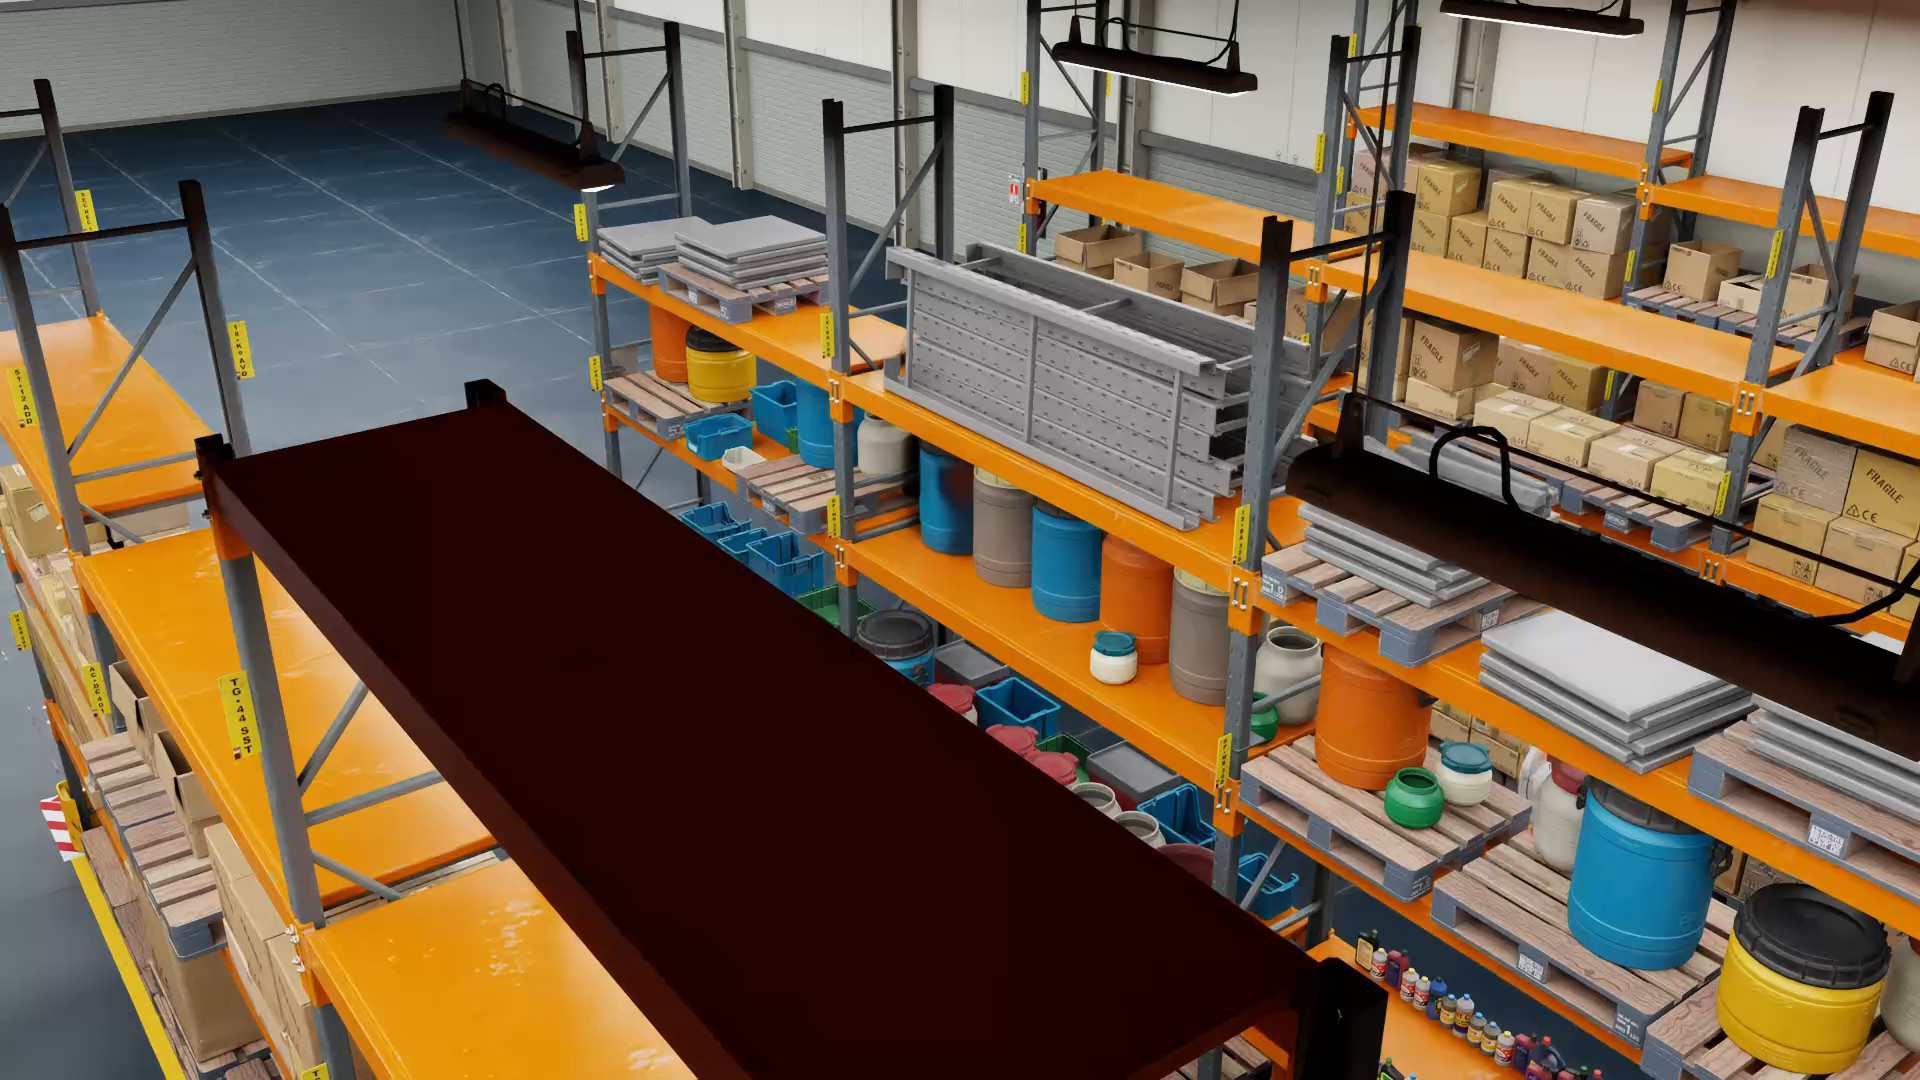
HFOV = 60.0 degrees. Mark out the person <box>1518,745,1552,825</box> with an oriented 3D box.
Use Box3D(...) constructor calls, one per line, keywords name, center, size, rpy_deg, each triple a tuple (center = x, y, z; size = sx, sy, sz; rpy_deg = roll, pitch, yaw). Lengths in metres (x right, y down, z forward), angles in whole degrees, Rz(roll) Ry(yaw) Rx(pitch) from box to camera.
Box3D(name="person", center=(4.203, 2.077, 12.258), size=(0.526, 1.807, 0.579), rpy_deg=(-12, 27, -24))
